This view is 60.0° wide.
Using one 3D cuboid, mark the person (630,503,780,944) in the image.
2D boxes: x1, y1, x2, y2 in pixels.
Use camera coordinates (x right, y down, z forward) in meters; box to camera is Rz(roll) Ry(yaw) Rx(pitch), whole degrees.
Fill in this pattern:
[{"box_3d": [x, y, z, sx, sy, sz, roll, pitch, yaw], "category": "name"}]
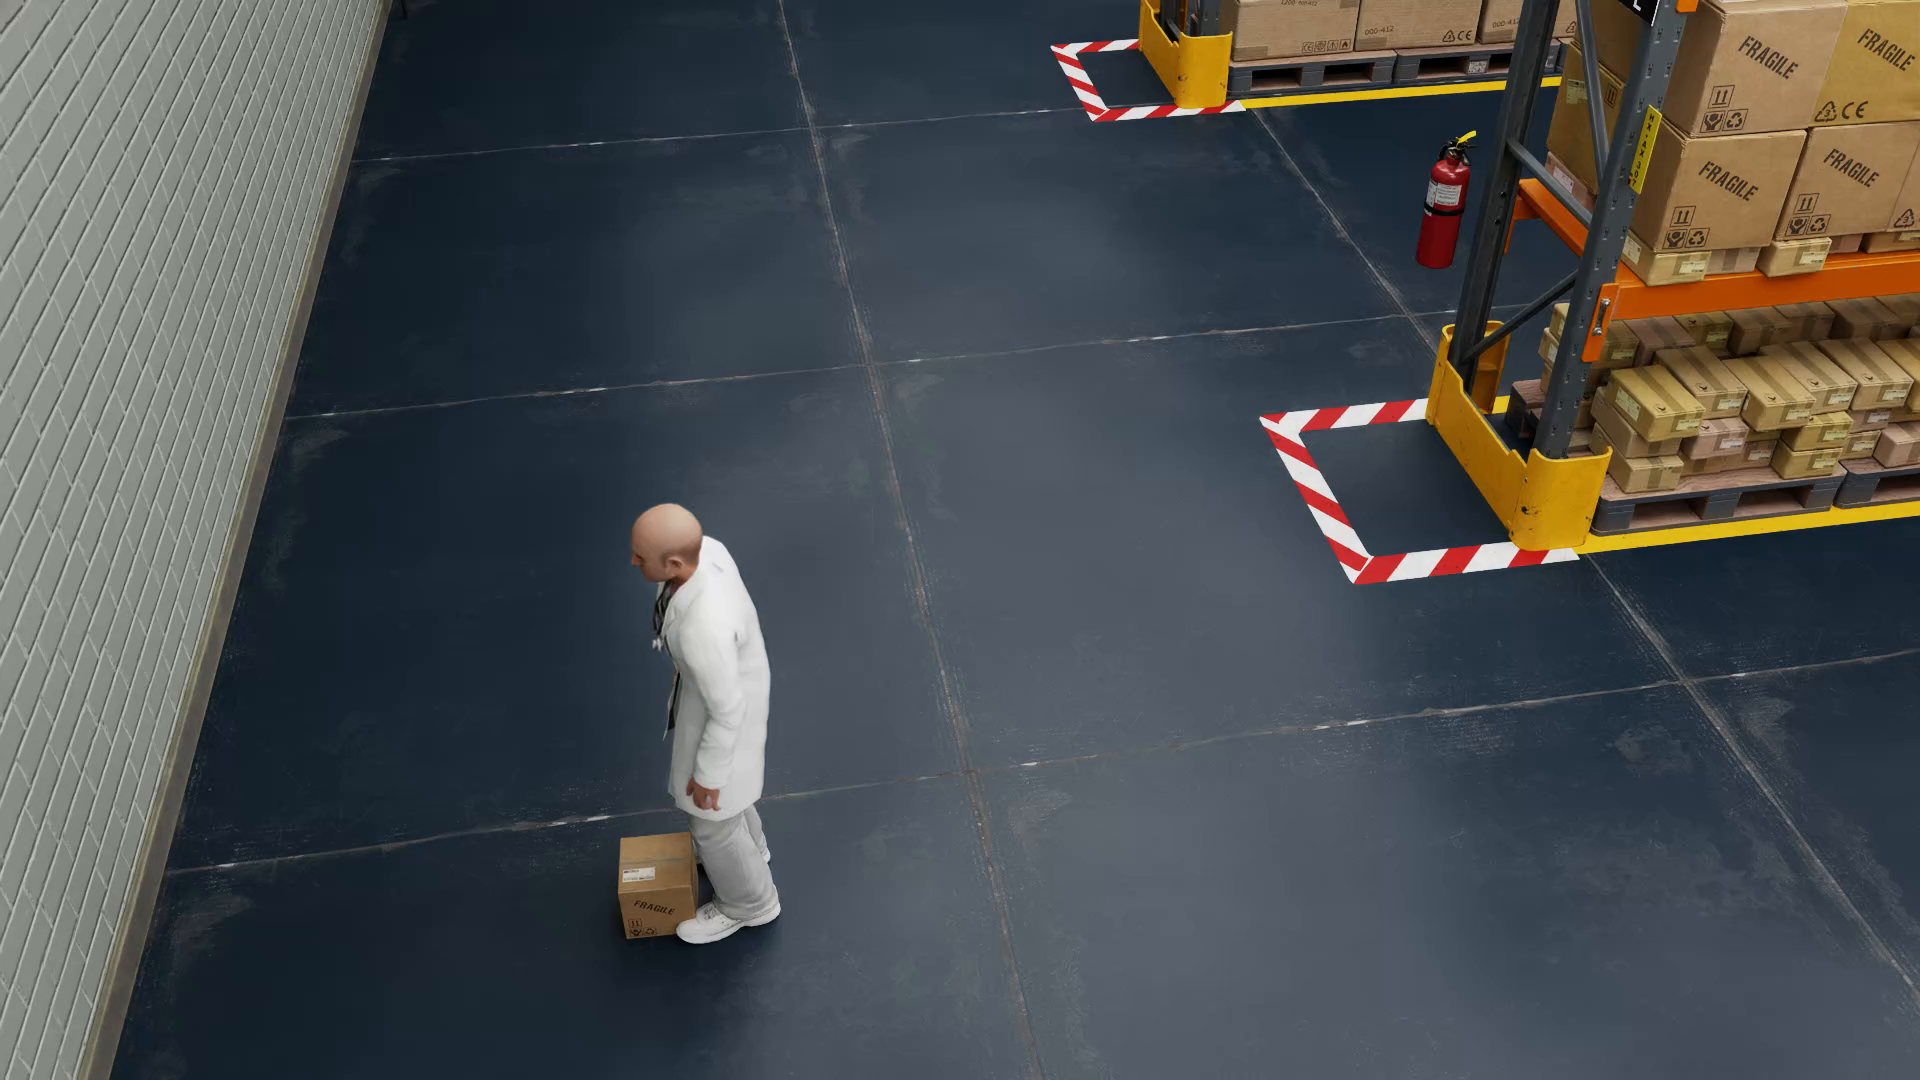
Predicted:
[{"box_3d": [-0.816, 0.615, 5.435, 0.416, 1.709, 0.656, -7, 39, -9], "category": "person"}]
